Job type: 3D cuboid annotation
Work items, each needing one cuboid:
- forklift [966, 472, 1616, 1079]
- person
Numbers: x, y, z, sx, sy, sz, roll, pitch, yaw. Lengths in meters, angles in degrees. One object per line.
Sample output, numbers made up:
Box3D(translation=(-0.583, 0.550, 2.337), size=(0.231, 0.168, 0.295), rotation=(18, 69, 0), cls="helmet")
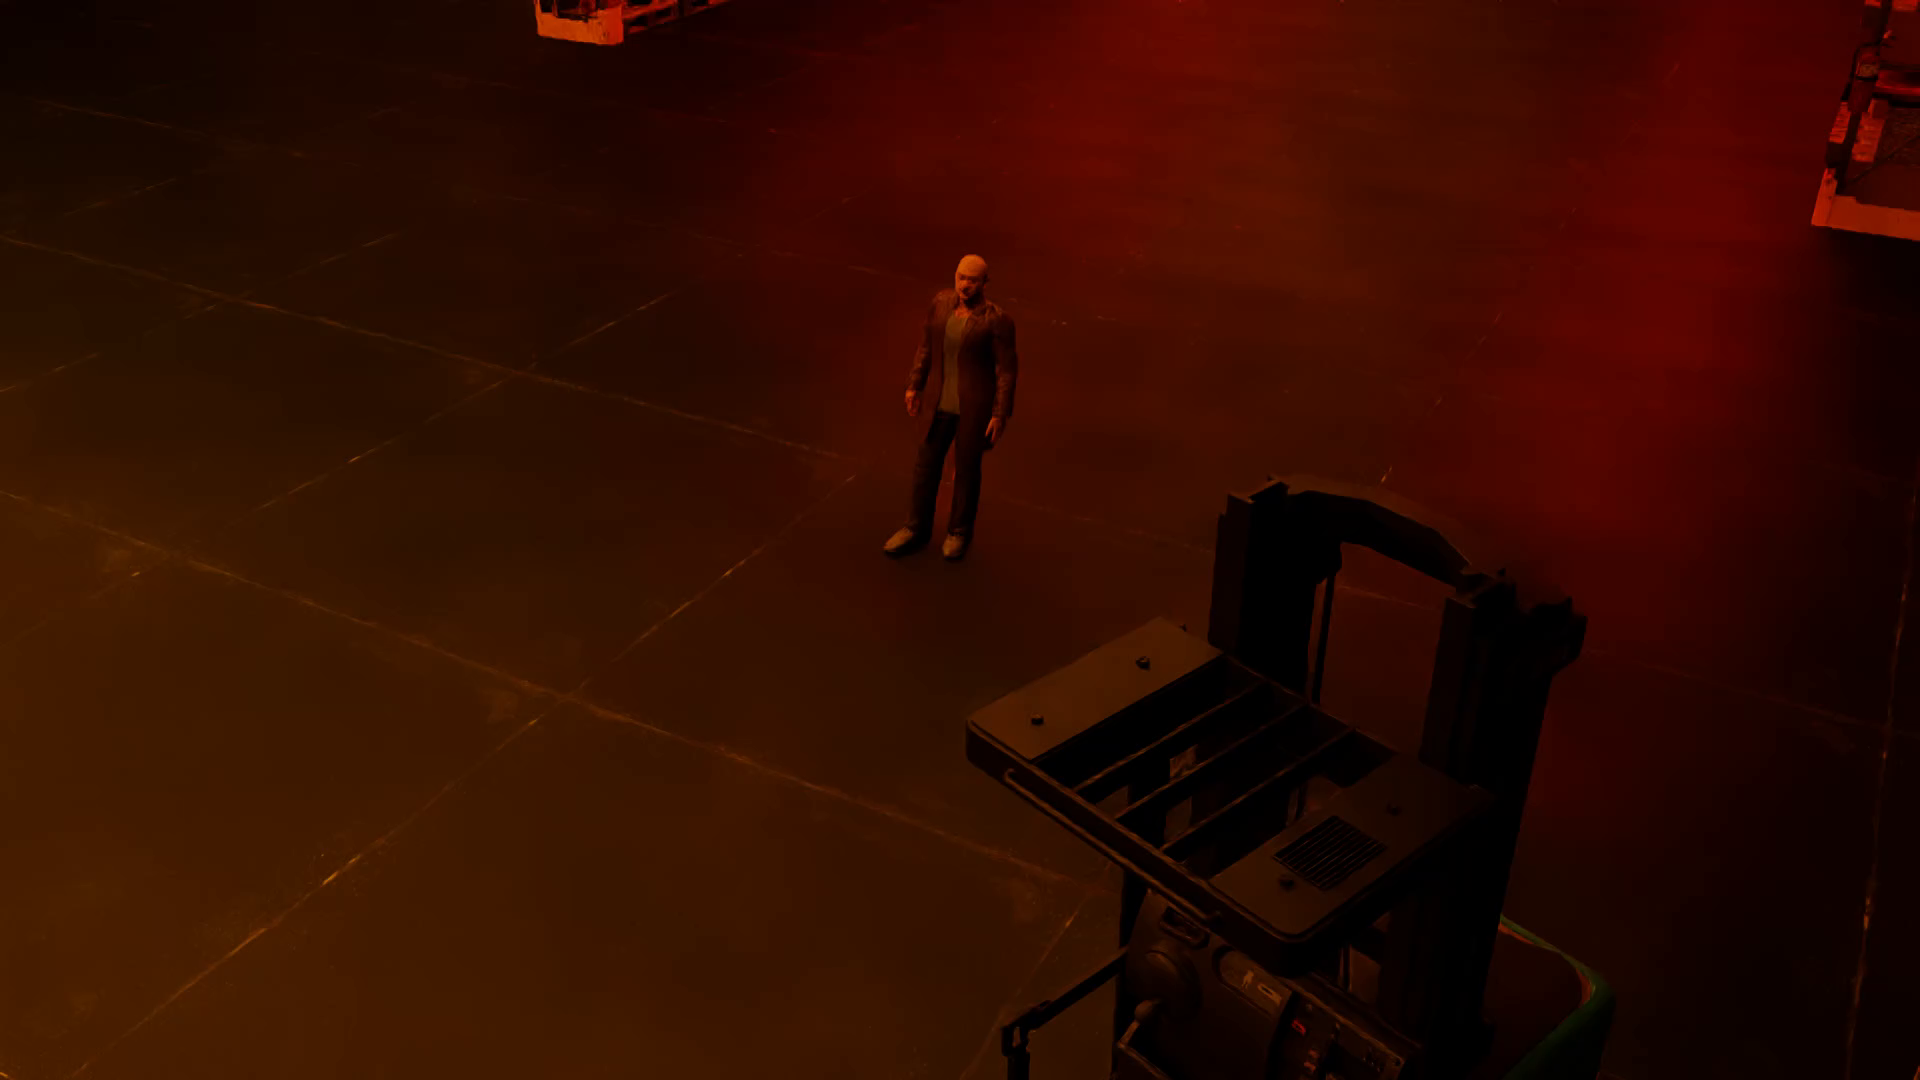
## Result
Box3D(translation=(0.699, 1.398, 4.648), size=(3.031, 2.935, 1.130), rotation=(-24, 37, -35), cls="forklift")
Box3D(translation=(-0.048, -0.737, 9.488), size=(0.694, 1.776, 0.580), rotation=(15, 33, 25), cls="person")
